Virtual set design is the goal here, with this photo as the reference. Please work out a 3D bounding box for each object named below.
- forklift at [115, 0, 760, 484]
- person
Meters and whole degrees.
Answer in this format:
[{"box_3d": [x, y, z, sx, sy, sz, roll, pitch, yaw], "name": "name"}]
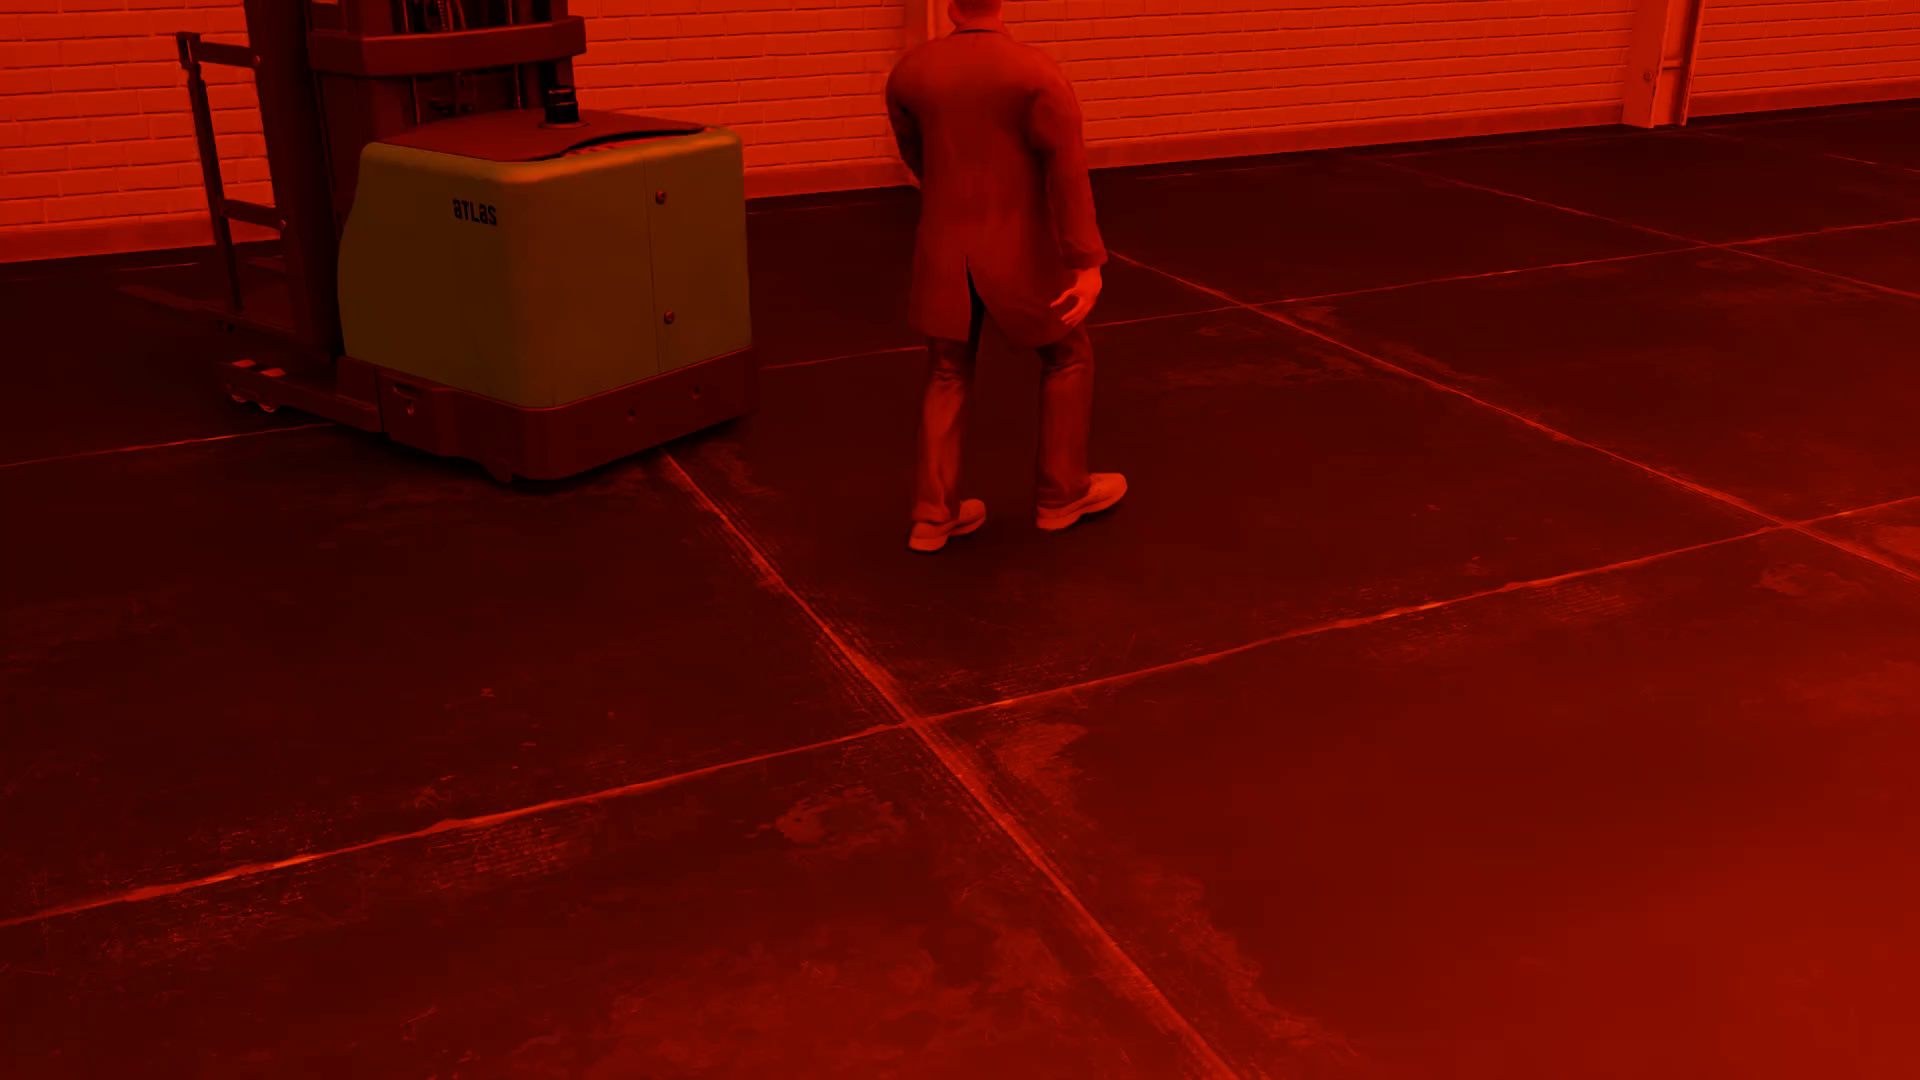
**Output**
[{"box_3d": [-2.215, -1.947, 6.055, 3.031, 2.867, 1.129, 16, 28, 34], "name": "forklift"}, {"box_3d": [0.125, -0.848, 4.906, 0.677, 1.731, 0.683, 10, 24, 22], "name": "person"}]
